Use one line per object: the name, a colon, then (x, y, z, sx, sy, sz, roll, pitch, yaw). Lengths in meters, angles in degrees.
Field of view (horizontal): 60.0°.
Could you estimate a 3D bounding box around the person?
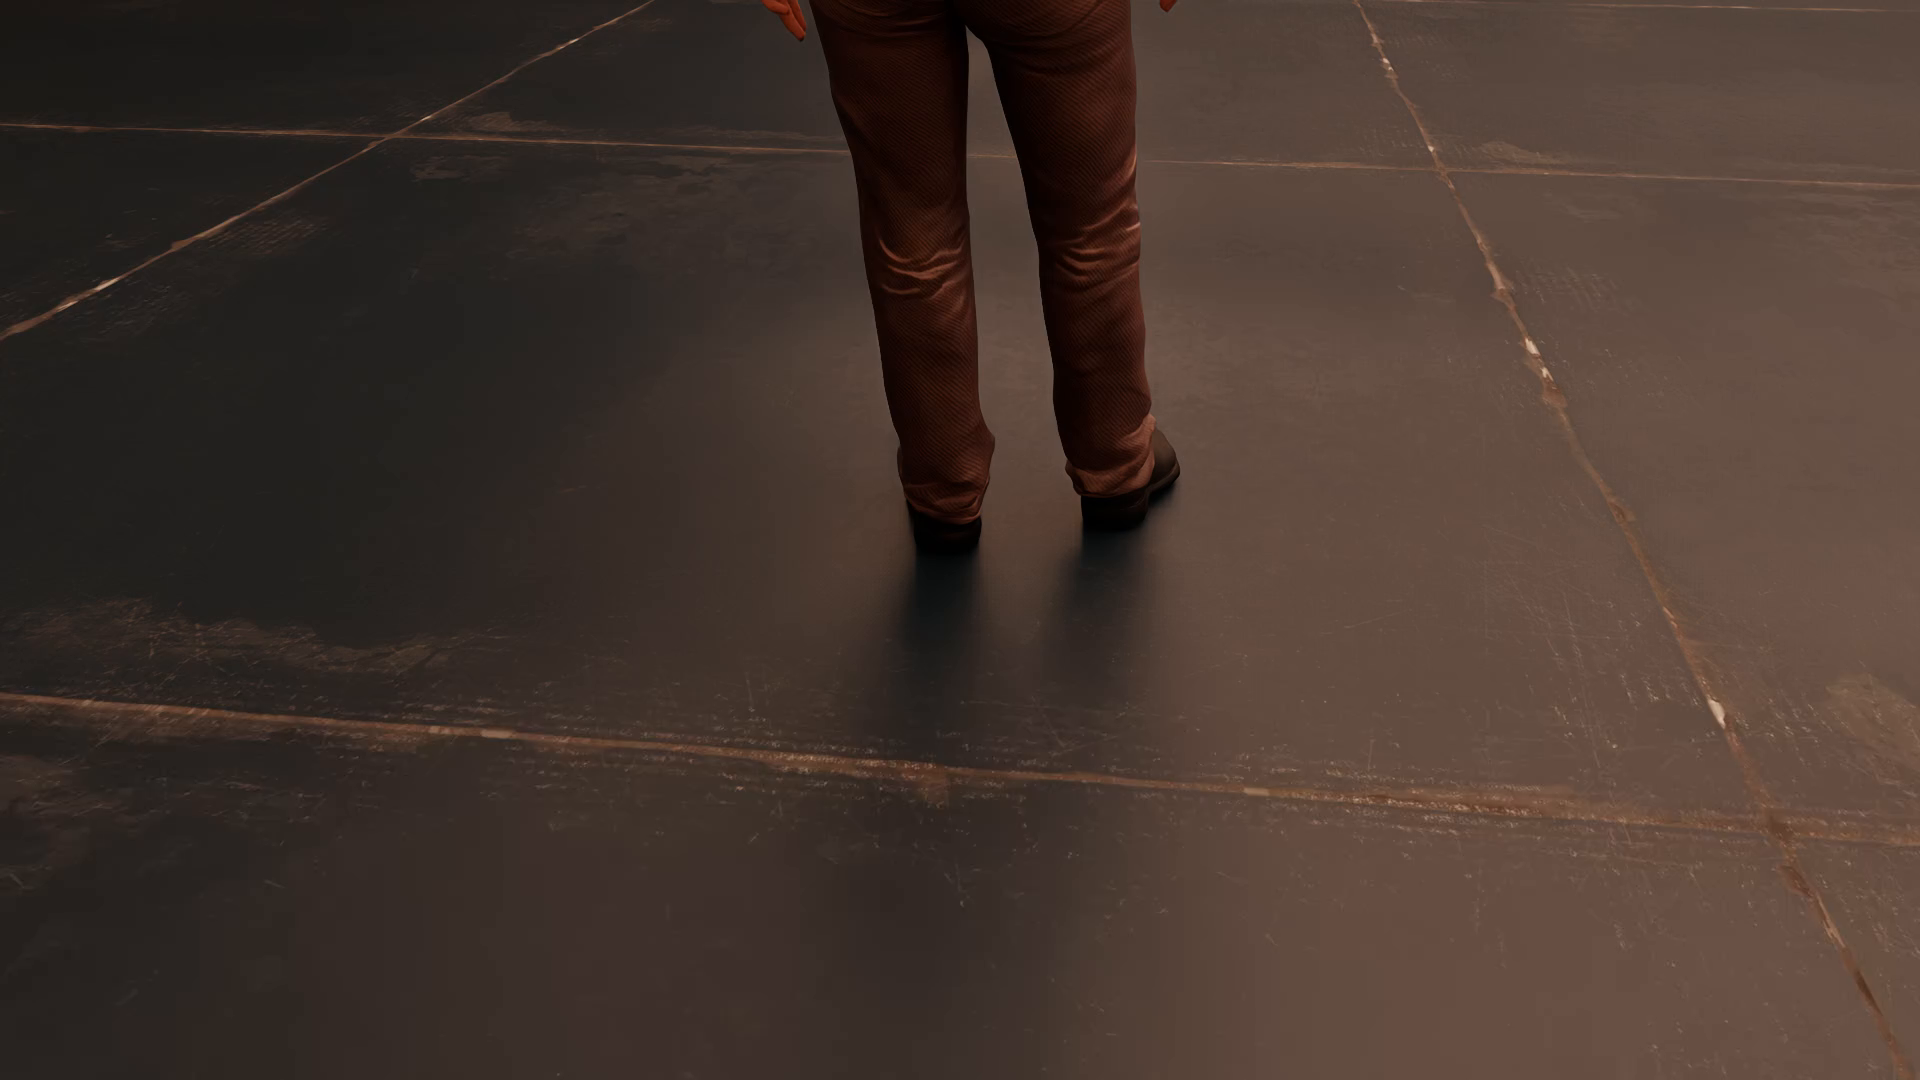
person: (0.016, -0.804, 2.166, 0.632, 1.720, 0.568, 3, 27, 7)
